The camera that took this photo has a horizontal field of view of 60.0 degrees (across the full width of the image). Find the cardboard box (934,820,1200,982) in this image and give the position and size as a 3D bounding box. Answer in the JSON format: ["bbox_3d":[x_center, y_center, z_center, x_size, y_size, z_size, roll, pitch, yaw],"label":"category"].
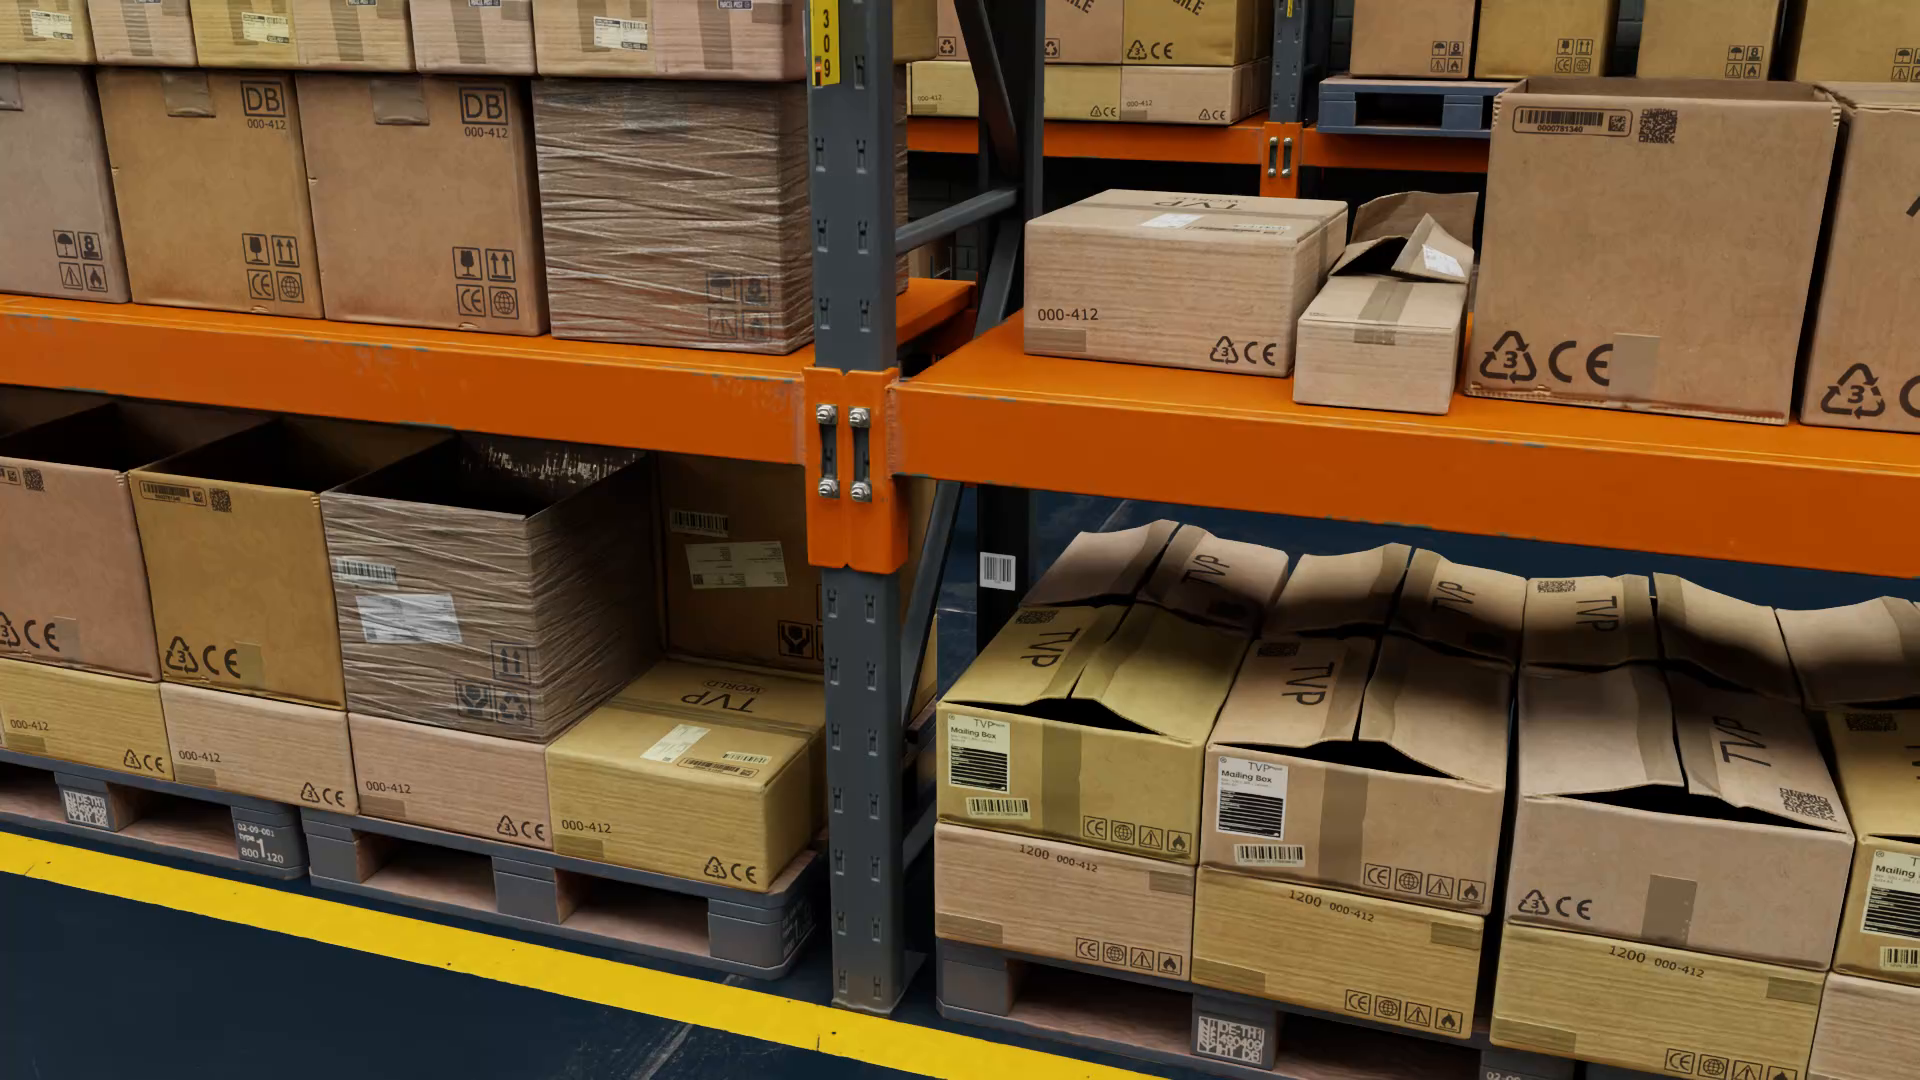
[{"bbox_3d":[0.264,0.601,3.333,0.500,0.250,0.500,6,20,17],"label":"cardboard box"}]

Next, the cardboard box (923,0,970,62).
[{"bbox_3d":[0.093,-2.517,7.799,0.500,0.500,0.500,6,20,16],"label":"cardboard box"}]

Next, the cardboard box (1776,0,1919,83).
[{"bbox_3d":[3.733,-2.158,6.890,0.500,0.500,0.700,7,20,18],"label":"cardboard box"}]

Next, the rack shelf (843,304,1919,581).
[{"bbox_3d":[1.853,-0.064,2.794,4.000,0.370,1.077,7,20,18],"label":"rack shelf"}]

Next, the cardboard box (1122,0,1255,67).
[{"bbox_3d":[1.038,-2.408,7.484,0.500,0.500,0.500,6,20,18],"label":"cardboard box"}]

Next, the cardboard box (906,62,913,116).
[{"bbox_3d":[-0.384,-2.215,8.072,0.500,0.250,0.500,7,20,19],"label":"cardboard box"}]

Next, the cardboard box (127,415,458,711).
[{"bbox_3d":[-1.488,0.034,3.821,0.500,0.500,0.500,7,20,18],"label":"cardboard box"}]

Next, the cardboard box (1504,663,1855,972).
[{"bbox_3d":[1.233,0.449,2.918,0.500,0.311,0.500,6,20,16],"label":"cardboard box"}]

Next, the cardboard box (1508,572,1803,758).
[{"bbox_3d":[1.405,0.279,3.405,0.500,0.311,0.500,6,20,18],"label":"cardboard box"}]

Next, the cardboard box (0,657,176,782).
[{"bbox_3d":[-1.965,0.338,4.088,0.500,0.250,0.500,7,20,18],"label":"cardboard box"}]

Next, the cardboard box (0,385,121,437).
[{"bbox_3d":[-2.431,-0.075,4.134,0.500,0.500,0.500,7,20,18],"label":"cardboard box"}]

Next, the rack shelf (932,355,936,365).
[{"bbox_3d":[0.051,-0.748,5.797,0.240,0.259,0.215,7,20,18],"label":"rack shelf"}]

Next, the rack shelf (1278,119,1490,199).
[{"bbox_3d":[3.475,-1.604,7.214,4.000,0.370,1.077,7,20,18],"label":"rack shelf"}]

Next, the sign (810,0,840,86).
[{"bbox_3d":[-0.217,-0.893,2.645,0.005,0.325,0.100,7,20,18],"label":"sign"}]

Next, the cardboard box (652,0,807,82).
[{"bbox_3d":[-0.363,-0.936,3.066,0.250,0.149,0.380,7,20,18],"label":"cardboard box"}]

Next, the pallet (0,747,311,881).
[{"bbox_3d":[-1.930,0.467,4.415,1.213,0.211,1.003,7,20,18],"label":"pallet"}]

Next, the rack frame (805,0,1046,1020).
[{"bbox_3d":[-0.036,-0.619,3.296,0.127,3.000,1.000,7,20,18],"label":"rack frame"}]

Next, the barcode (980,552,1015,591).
[{"bbox_3d":[0.068,0.057,3.026,0.075,0.075,0.001,7,20,18],"label":"barcode"}]

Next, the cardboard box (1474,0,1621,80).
[{"bbox_3d":[2.581,-2.287,7.259,0.500,0.500,0.700,9,21,24],"label":"cardboard box"}]

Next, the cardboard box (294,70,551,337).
[{"bbox_3d":[-0.958,-0.767,3.569,0.500,0.500,0.700,6,20,17],"label":"cardboard box"}]

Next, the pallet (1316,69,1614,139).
[{"bbox_3d":[2.260,-1.942,7.381,1.213,0.211,1.003,7,20,18],"label":"pallet"}]

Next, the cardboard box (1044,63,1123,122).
[{"bbox_3d":[0.571,-2.112,7.775,0.500,0.250,0.500,7,20,18],"label":"cardboard box"}]

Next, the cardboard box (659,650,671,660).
[{"bbox_3d":[-0.845,0.281,4.253,0.500,0.250,0.500,7,20,18],"label":"cardboard box"}]

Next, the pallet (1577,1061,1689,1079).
[{"bbox_3d":[1.829,0.896,3.185,1.213,0.211,1.003,7,20,18],"label":"pallet"}]

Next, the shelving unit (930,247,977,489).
[{"bbox_3d":[0.051,-0.490,5.887,0.252,1.050,0.215,7,20,18],"label":"shelving unit"}]

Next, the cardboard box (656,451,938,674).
[{"bbox_3d":[-0.371,-0.021,3.979,0.500,0.500,0.500,7,20,18],"label":"cardboard box"}]

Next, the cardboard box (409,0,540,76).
[{"bbox_3d":[-0.844,-0.990,3.223,0.250,0.149,0.380,6,20,16],"label":"cardboard box"}]

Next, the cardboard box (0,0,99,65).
[{"bbox_3d":[-1.814,-1.101,3.540,0.250,0.149,0.380,7,20,20],"label":"cardboard box"}]

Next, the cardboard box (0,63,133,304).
[{"bbox_3d":[-1.914,-0.878,3.885,0.500,0.500,0.700,7,20,20],"label":"cardboard box"}]

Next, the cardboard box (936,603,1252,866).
[{"bbox_3d":[0.273,0.338,3.237,0.500,0.311,0.500,7,20,18],"label":"cardboard box"}]

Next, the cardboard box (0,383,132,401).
[{"bbox_3d":[-2.261,-0.237,4.598,0.500,0.500,0.500,7,20,18],"label":"cardboard box"}]

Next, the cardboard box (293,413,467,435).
[{"bbox_3d":[-1.316,-0.129,4.289,0.500,0.500,0.500,7,20,18],"label":"cardboard box"}]

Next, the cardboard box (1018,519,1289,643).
[{"bbox_3d":[0.441,0.171,3.717,0.500,0.311,0.500,7,20,18],"label":"cardboard box"}]

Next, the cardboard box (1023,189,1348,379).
[{"bbox_3d":[0.443,-0.509,3.207,0.500,0.250,0.500,8,21,21],"label":"cardboard box"}]

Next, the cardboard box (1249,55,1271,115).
[{"bbox_3d":[1.213,-2.216,8.074,0.500,0.250,0.500,7,20,19],"label":"cardboard box"}]

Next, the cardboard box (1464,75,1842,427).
[{"bbox_3d":[1.182,-0.522,2.864,0.500,0.500,0.500,8,21,22],"label":"cardboard box"}]

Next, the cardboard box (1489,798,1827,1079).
[{"bbox_3d":[1.236,0.712,3.016,0.500,0.250,0.500,6,20,16],"label":"cardboard box"}]

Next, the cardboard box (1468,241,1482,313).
[{"bbox_3d":[2.287,-1.113,7.841,0.500,0.500,0.700,7,20,20],"label":"cardboard box"}]

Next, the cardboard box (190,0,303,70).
[{"bbox_3d":[-1.324,-1.046,3.383,0.250,0.149,0.380,6,20,18],"label":"cardboard box"}]

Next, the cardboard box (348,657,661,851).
[{"bbox_3d":[-1.015,0.442,3.792,0.500,0.250,0.500,7,20,18],"label":"cardboard box"}]
